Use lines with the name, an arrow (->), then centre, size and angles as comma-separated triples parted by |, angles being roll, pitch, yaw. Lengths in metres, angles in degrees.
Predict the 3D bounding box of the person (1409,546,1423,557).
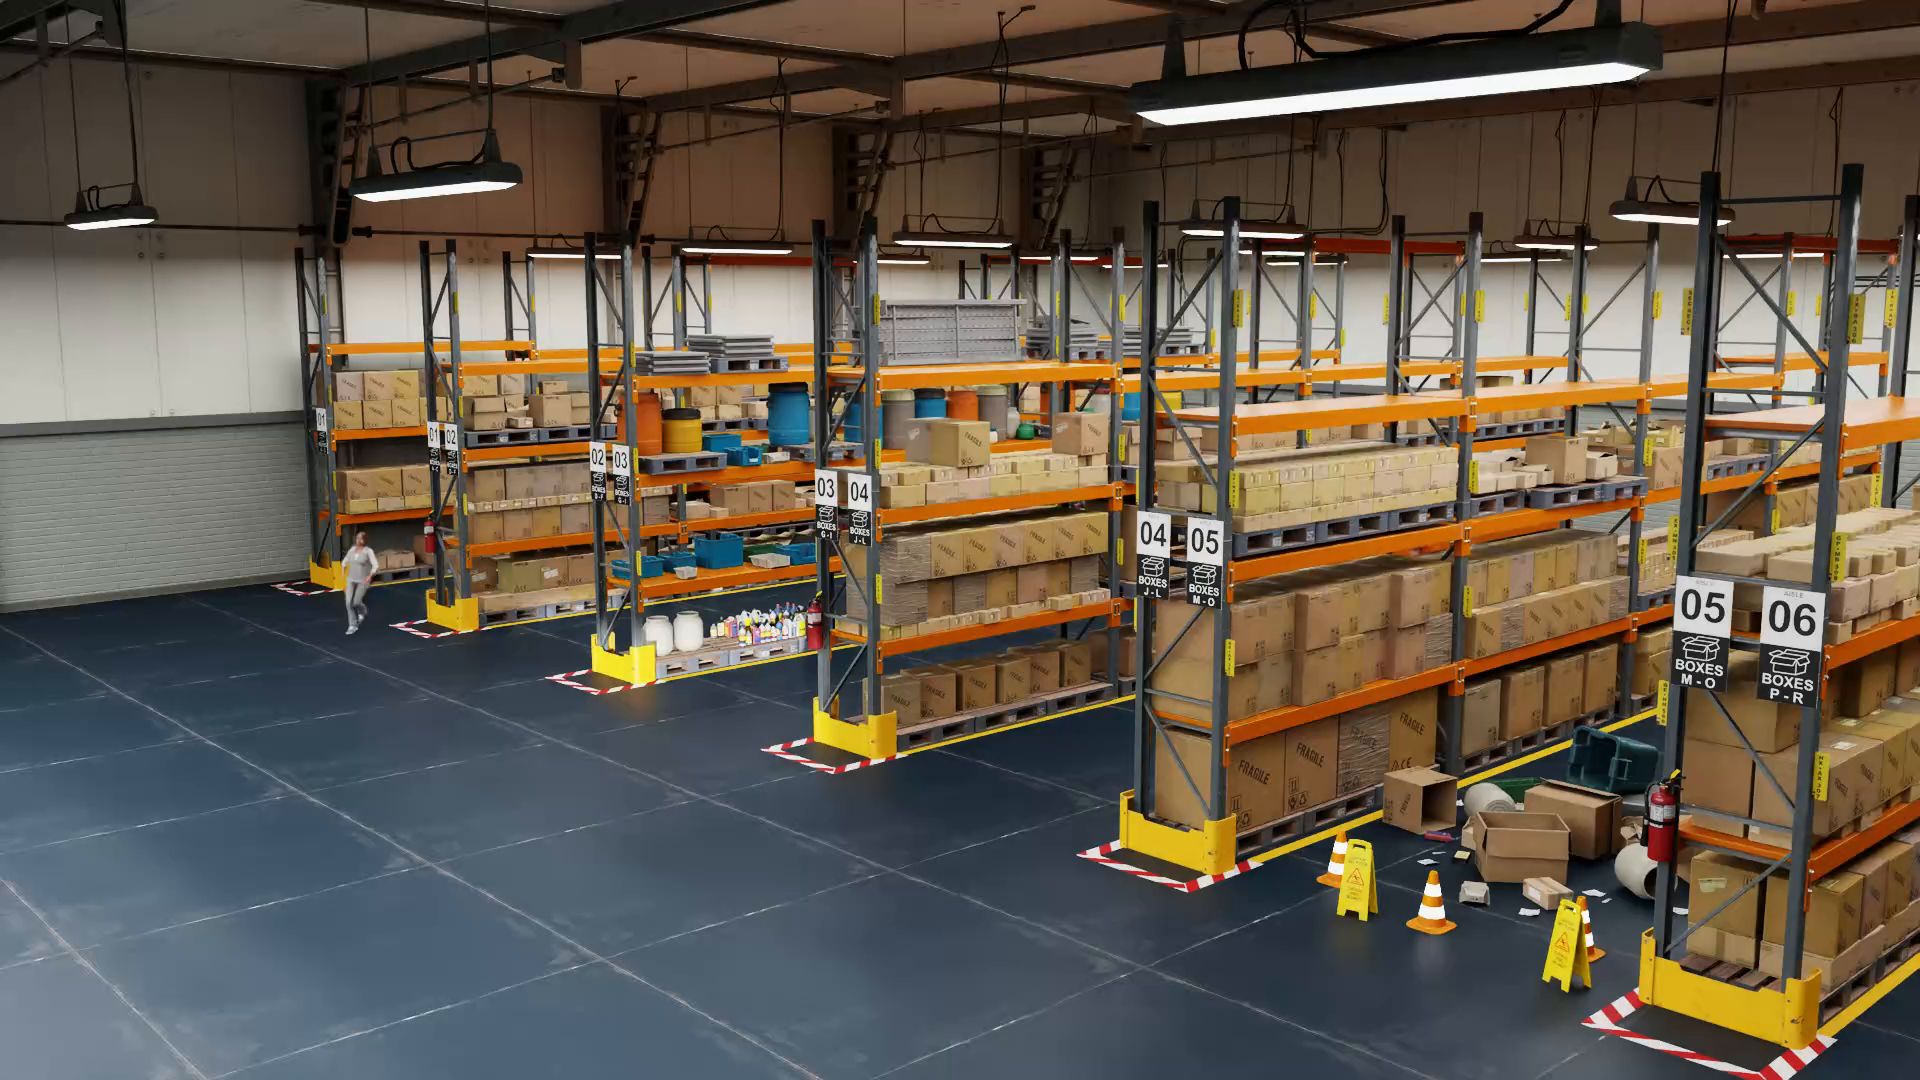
person -> 6.347, 0.868, 23.468 | 0.648, 1.740, 0.581 | 7, 11, 38

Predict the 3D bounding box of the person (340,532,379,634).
person -> -9.292, 0.609, 25.709 | 0.586, 1.471, 0.480 | 1, 8, 6
